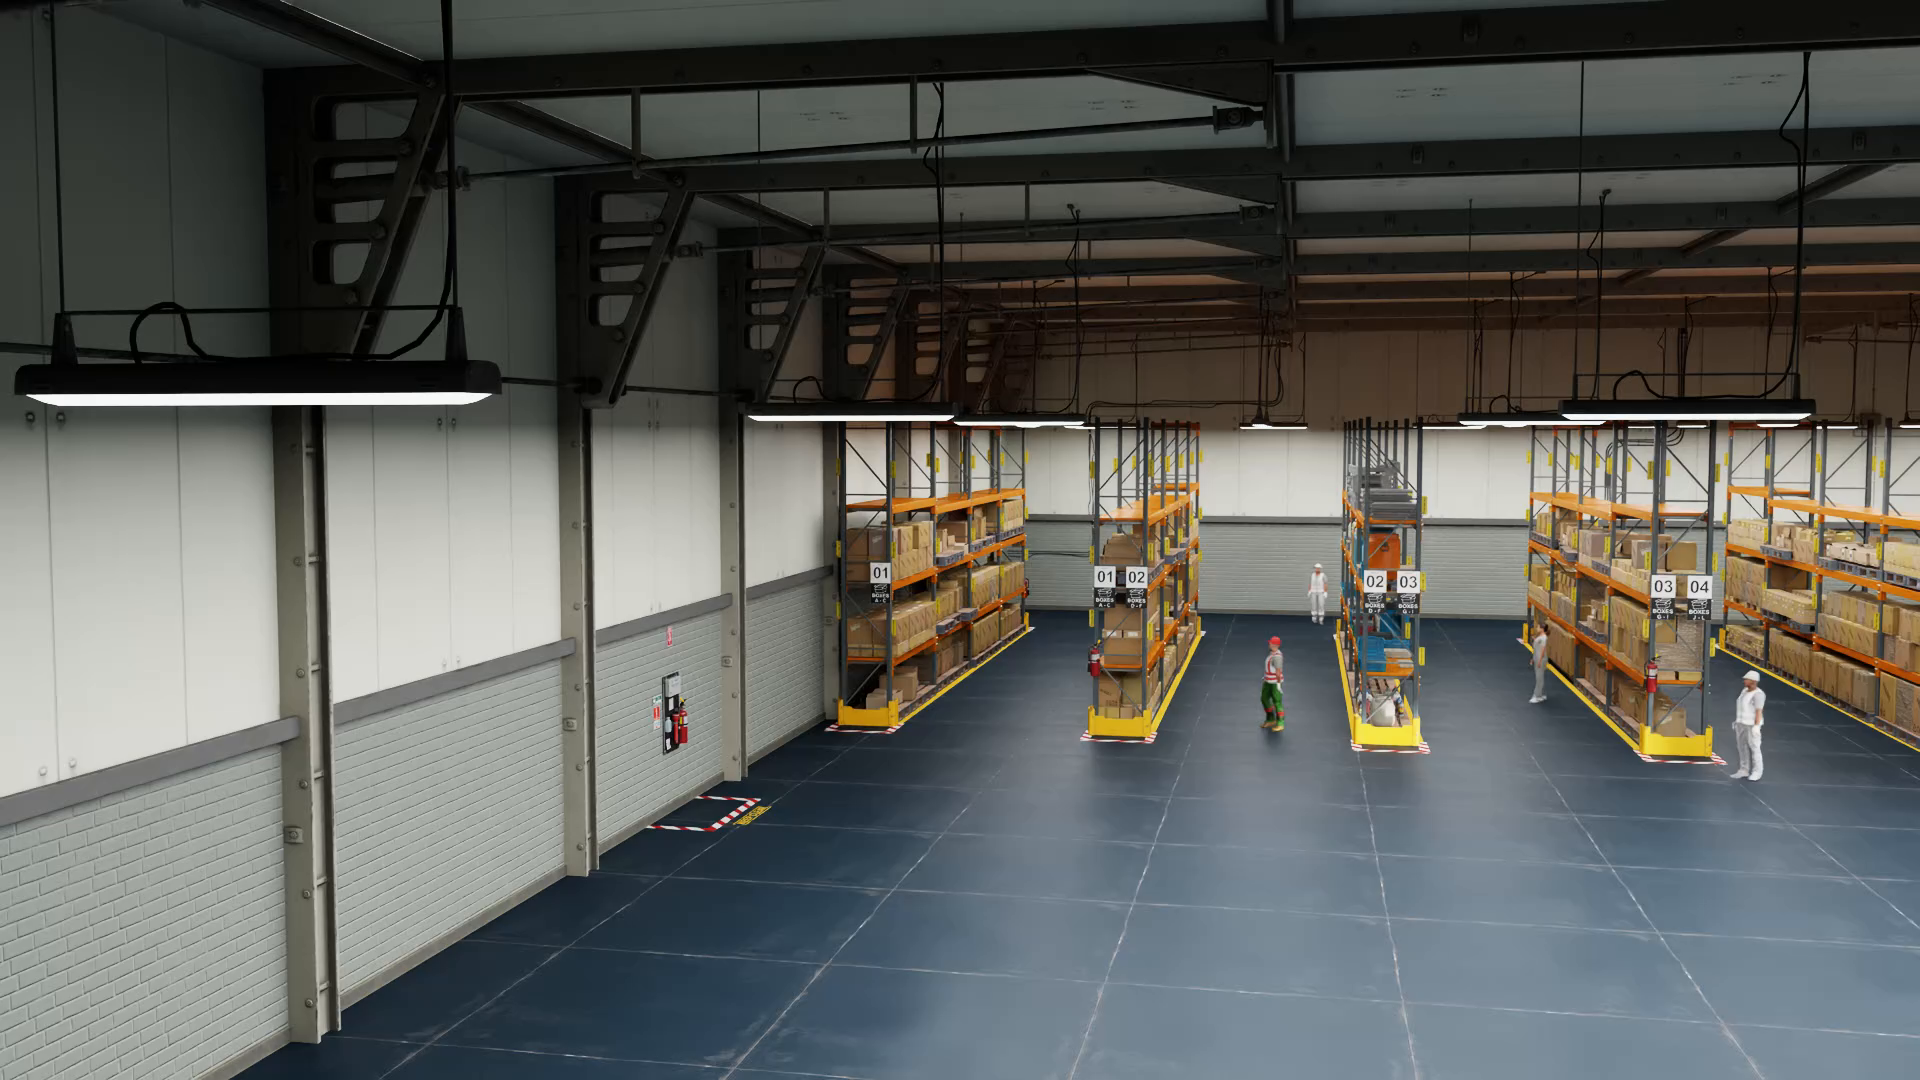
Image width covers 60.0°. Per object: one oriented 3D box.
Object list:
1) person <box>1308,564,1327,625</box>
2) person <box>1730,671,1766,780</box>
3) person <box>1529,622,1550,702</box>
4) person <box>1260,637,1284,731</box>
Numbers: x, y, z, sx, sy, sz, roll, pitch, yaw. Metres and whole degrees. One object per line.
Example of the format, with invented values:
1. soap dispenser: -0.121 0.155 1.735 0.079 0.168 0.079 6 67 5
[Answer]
1. person: 10.696 1.615 49.702 0.557 1.809 0.539 1 4 10
2. person: 12.994 3.056 27.429 0.391 1.815 0.652 -1 4 -19
3. person: 12.310 2.597 35.417 0.502 1.699 0.458 -1 4 -10
4. person: 5.999 2.745 31.940 0.367 1.809 0.694 -1 4 -12
